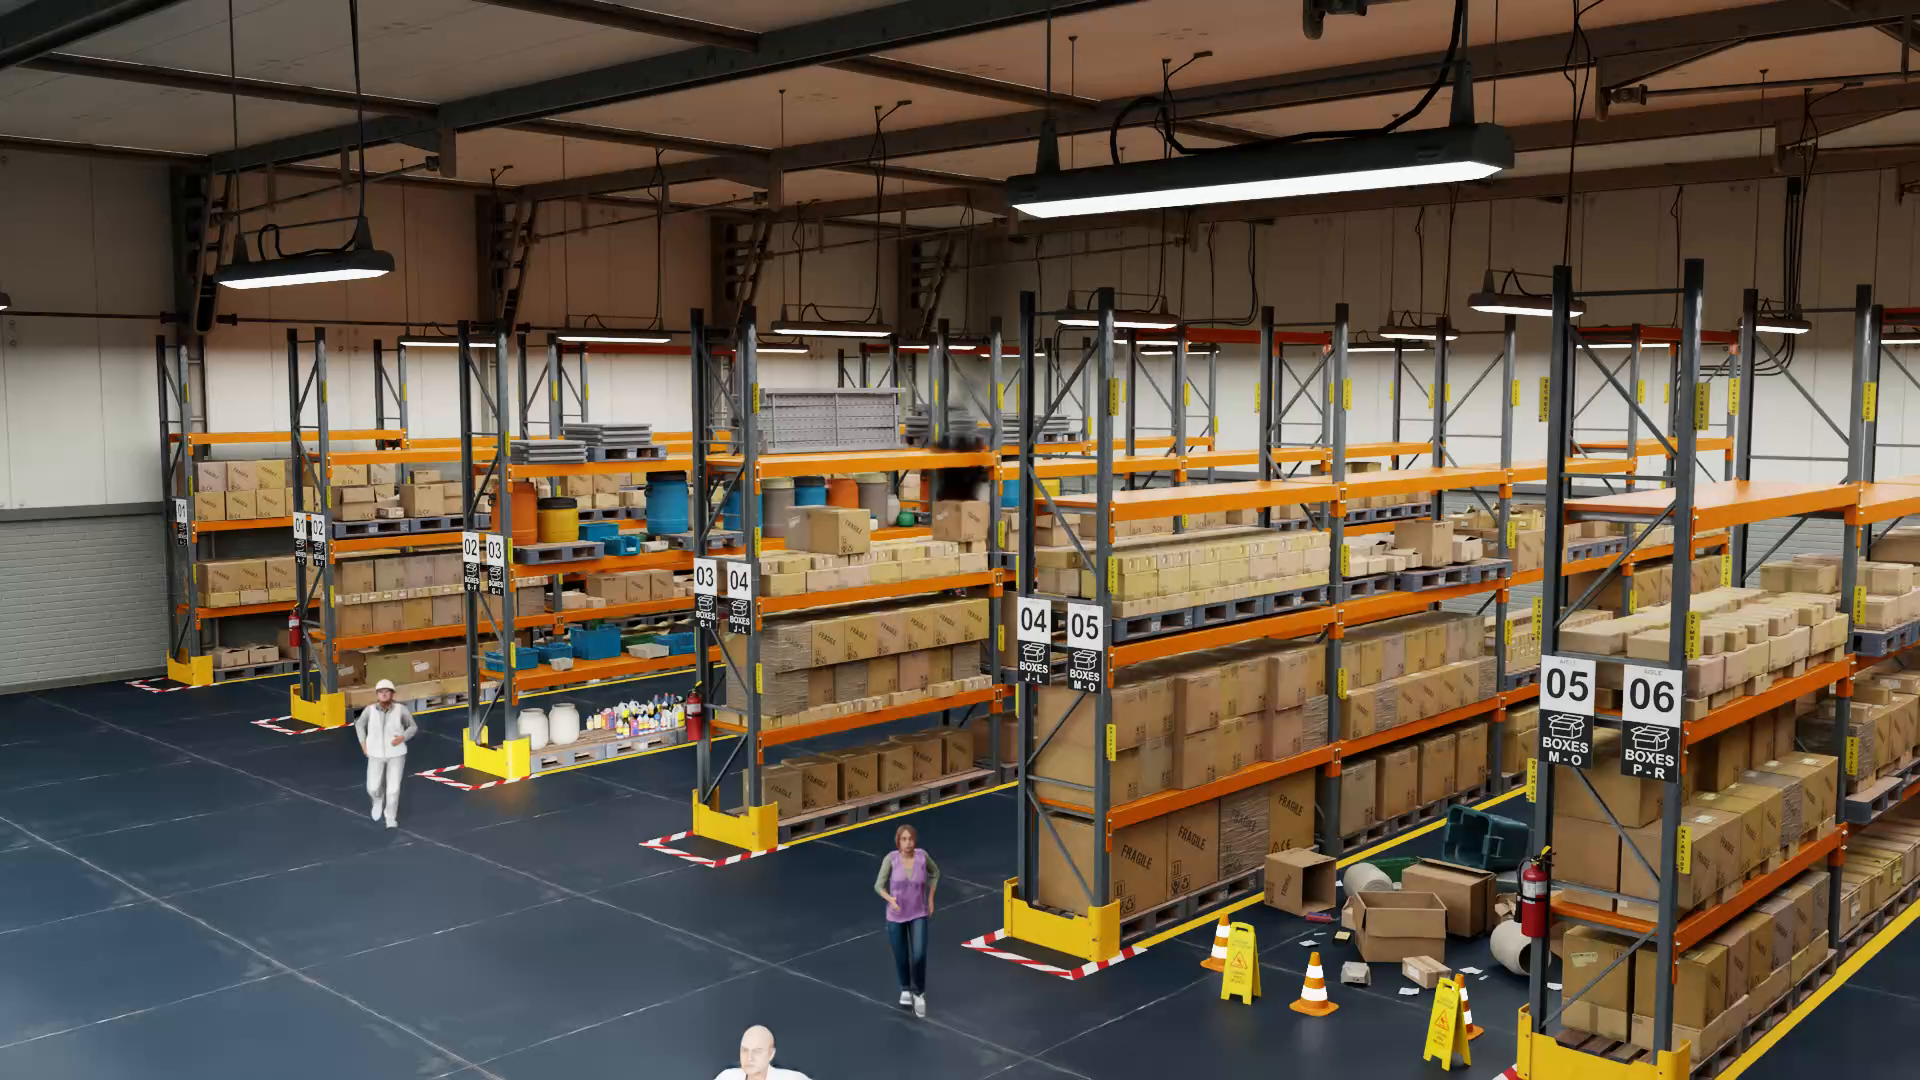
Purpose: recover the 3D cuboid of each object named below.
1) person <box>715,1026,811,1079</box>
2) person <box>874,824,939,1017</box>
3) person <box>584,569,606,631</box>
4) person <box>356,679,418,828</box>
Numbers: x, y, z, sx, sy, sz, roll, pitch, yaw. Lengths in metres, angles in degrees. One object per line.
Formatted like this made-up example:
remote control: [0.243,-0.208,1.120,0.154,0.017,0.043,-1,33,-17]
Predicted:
person: [-1.044,3.462,8.923,0.704,1.775,0.858,0,5,5]
person: [-0.431,3.151,13.590,0.534,1.506,0.652,0,5,-2]
person: [-6.763,1.324,31.204,0.668,1.765,0.998,5,7,43]
person: [-6.651,2.488,19.274,0.703,1.743,0.542,-1,5,-12]
